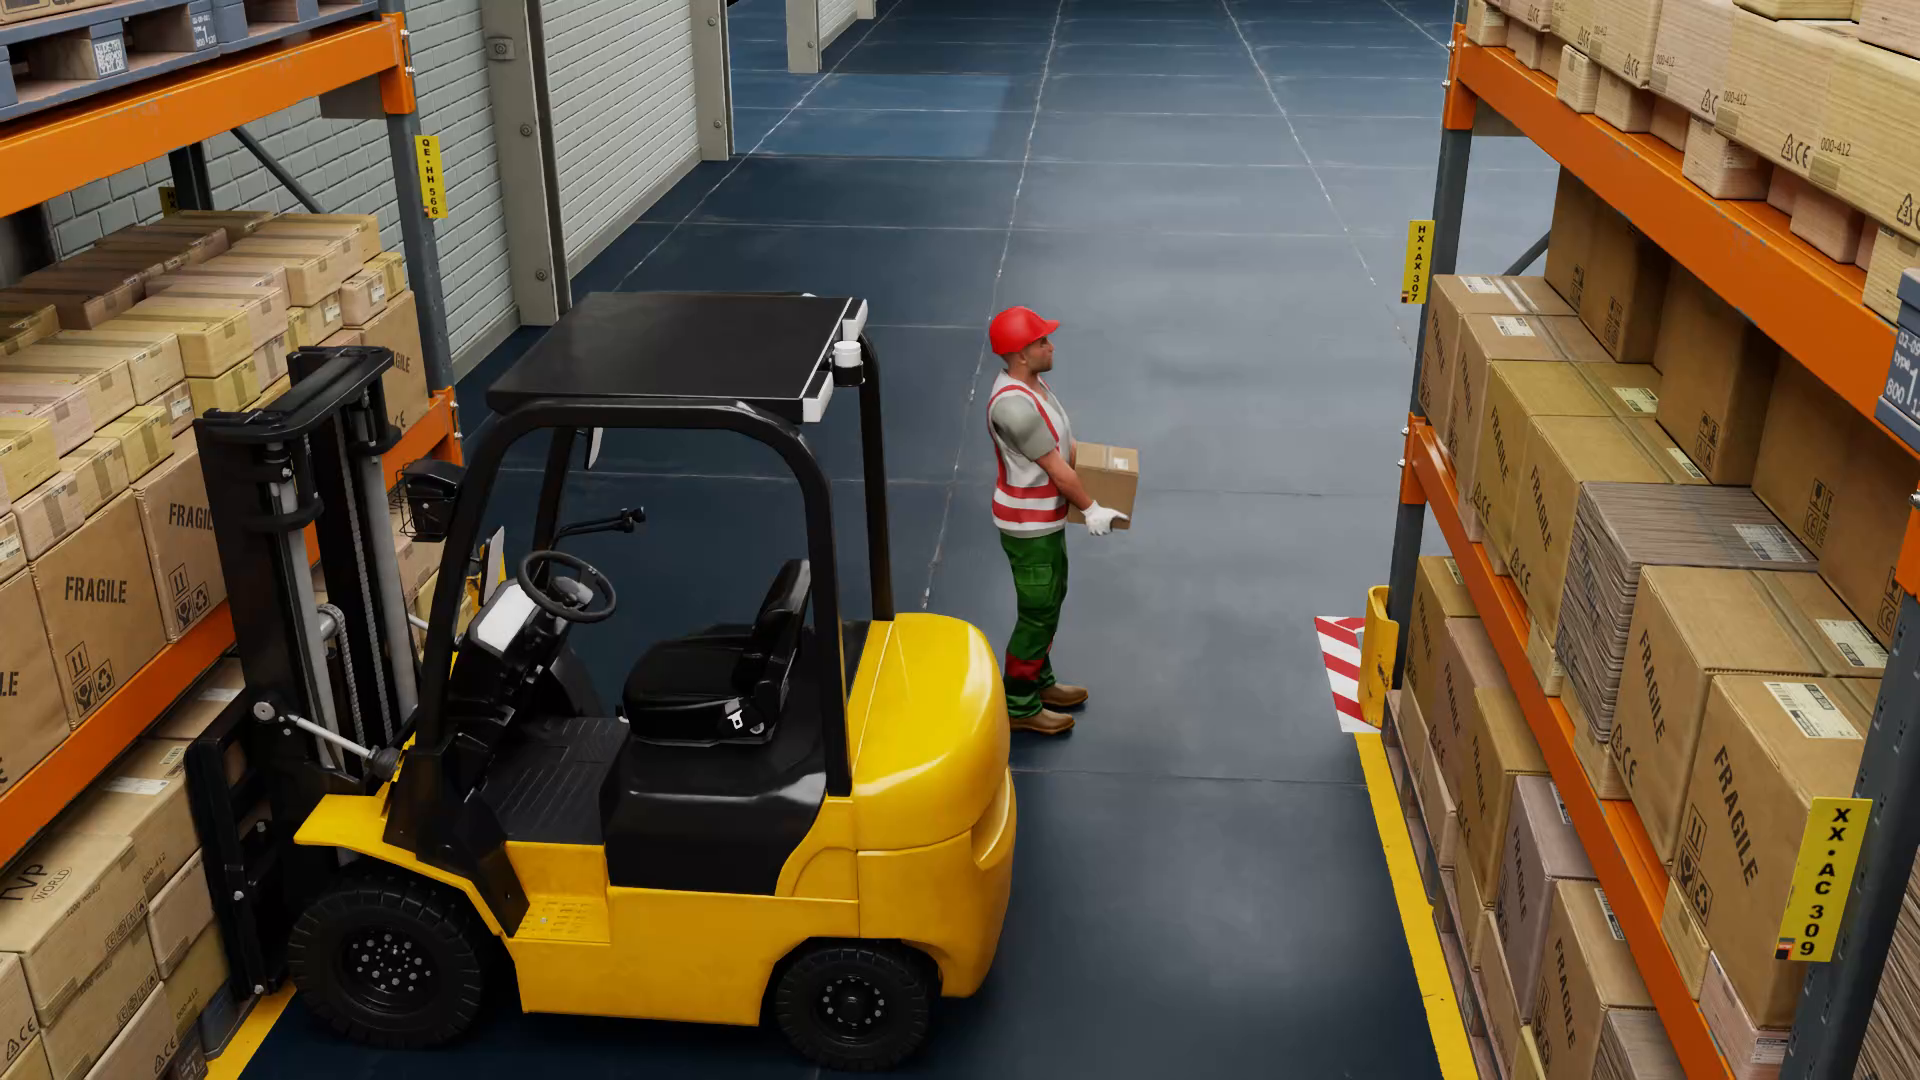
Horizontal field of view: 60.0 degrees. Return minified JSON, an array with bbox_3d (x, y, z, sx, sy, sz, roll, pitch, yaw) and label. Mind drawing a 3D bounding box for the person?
[{"bbox_3d":[0.397,-0.076,6.752,0.572,1.782,0.493,2,24,5],"label":"person"}]
